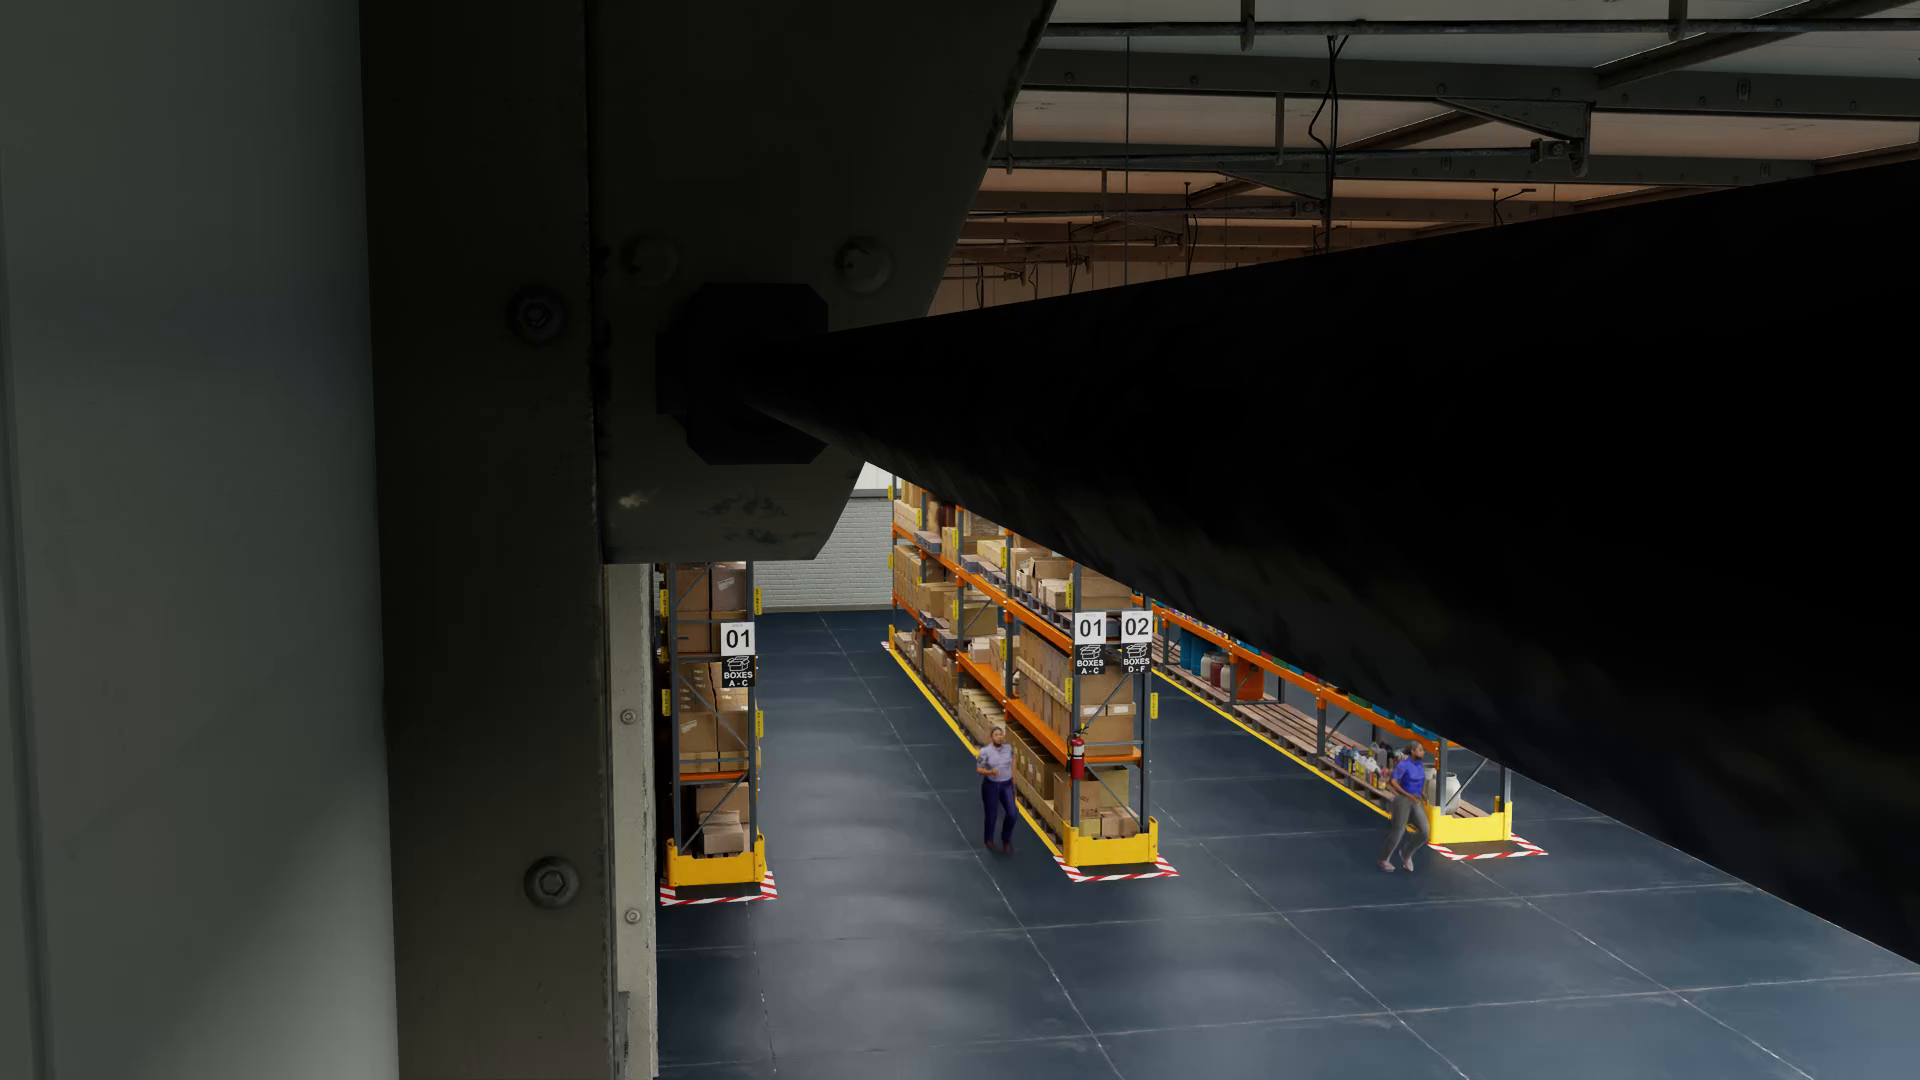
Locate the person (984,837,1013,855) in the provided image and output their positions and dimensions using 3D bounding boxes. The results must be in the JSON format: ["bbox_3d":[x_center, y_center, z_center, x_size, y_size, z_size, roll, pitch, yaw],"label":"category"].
[{"bbox_3d":[0.495,3.870,21.505,0.300,0.350,0.458,-2,6,-16],"label":"person"}]

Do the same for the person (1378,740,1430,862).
[{"bbox_3d":[5.648,3.267,20.745,0.659,1.511,0.564,-3,7,-27],"label":"person"}]
